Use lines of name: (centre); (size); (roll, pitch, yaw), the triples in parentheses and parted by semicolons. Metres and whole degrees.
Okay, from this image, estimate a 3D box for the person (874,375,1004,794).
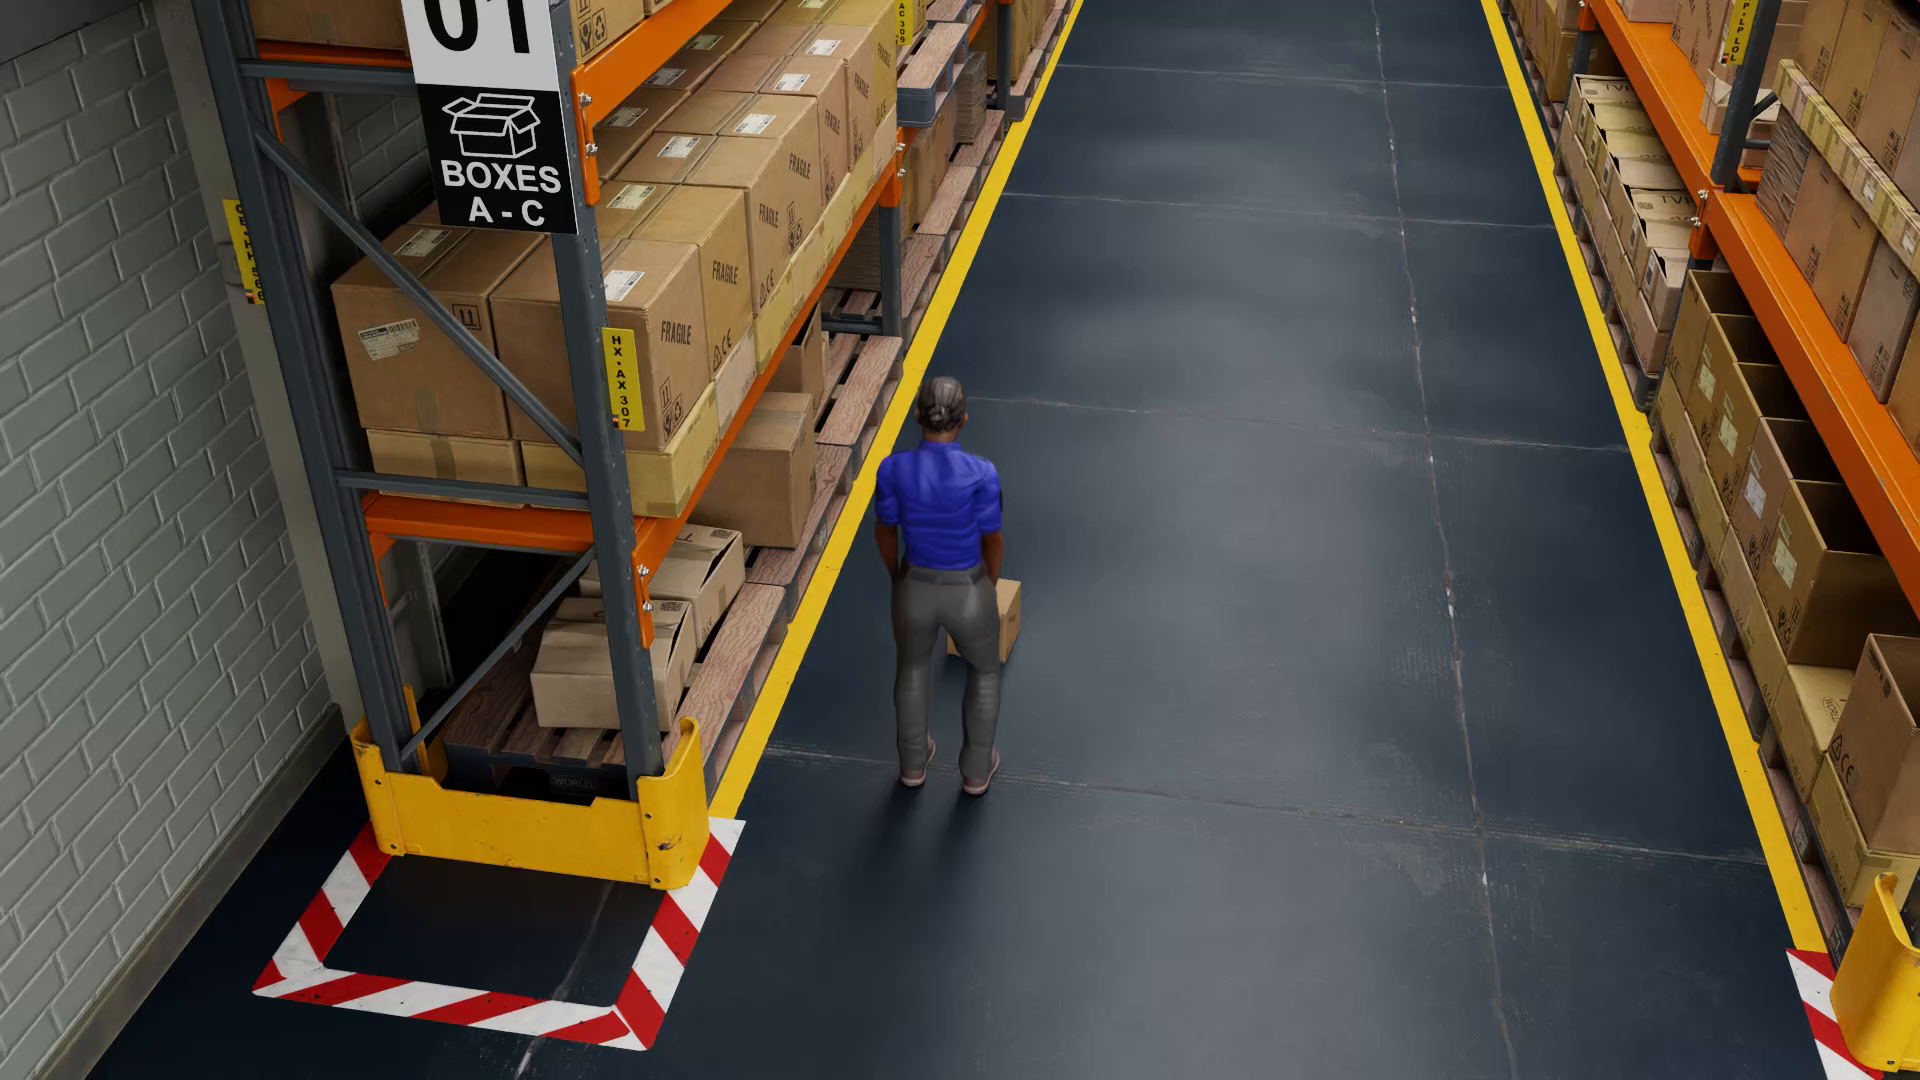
person: (-0.076, 0.192, 5.899); (0.457, 1.610, 0.375); (6, 33, 9)
